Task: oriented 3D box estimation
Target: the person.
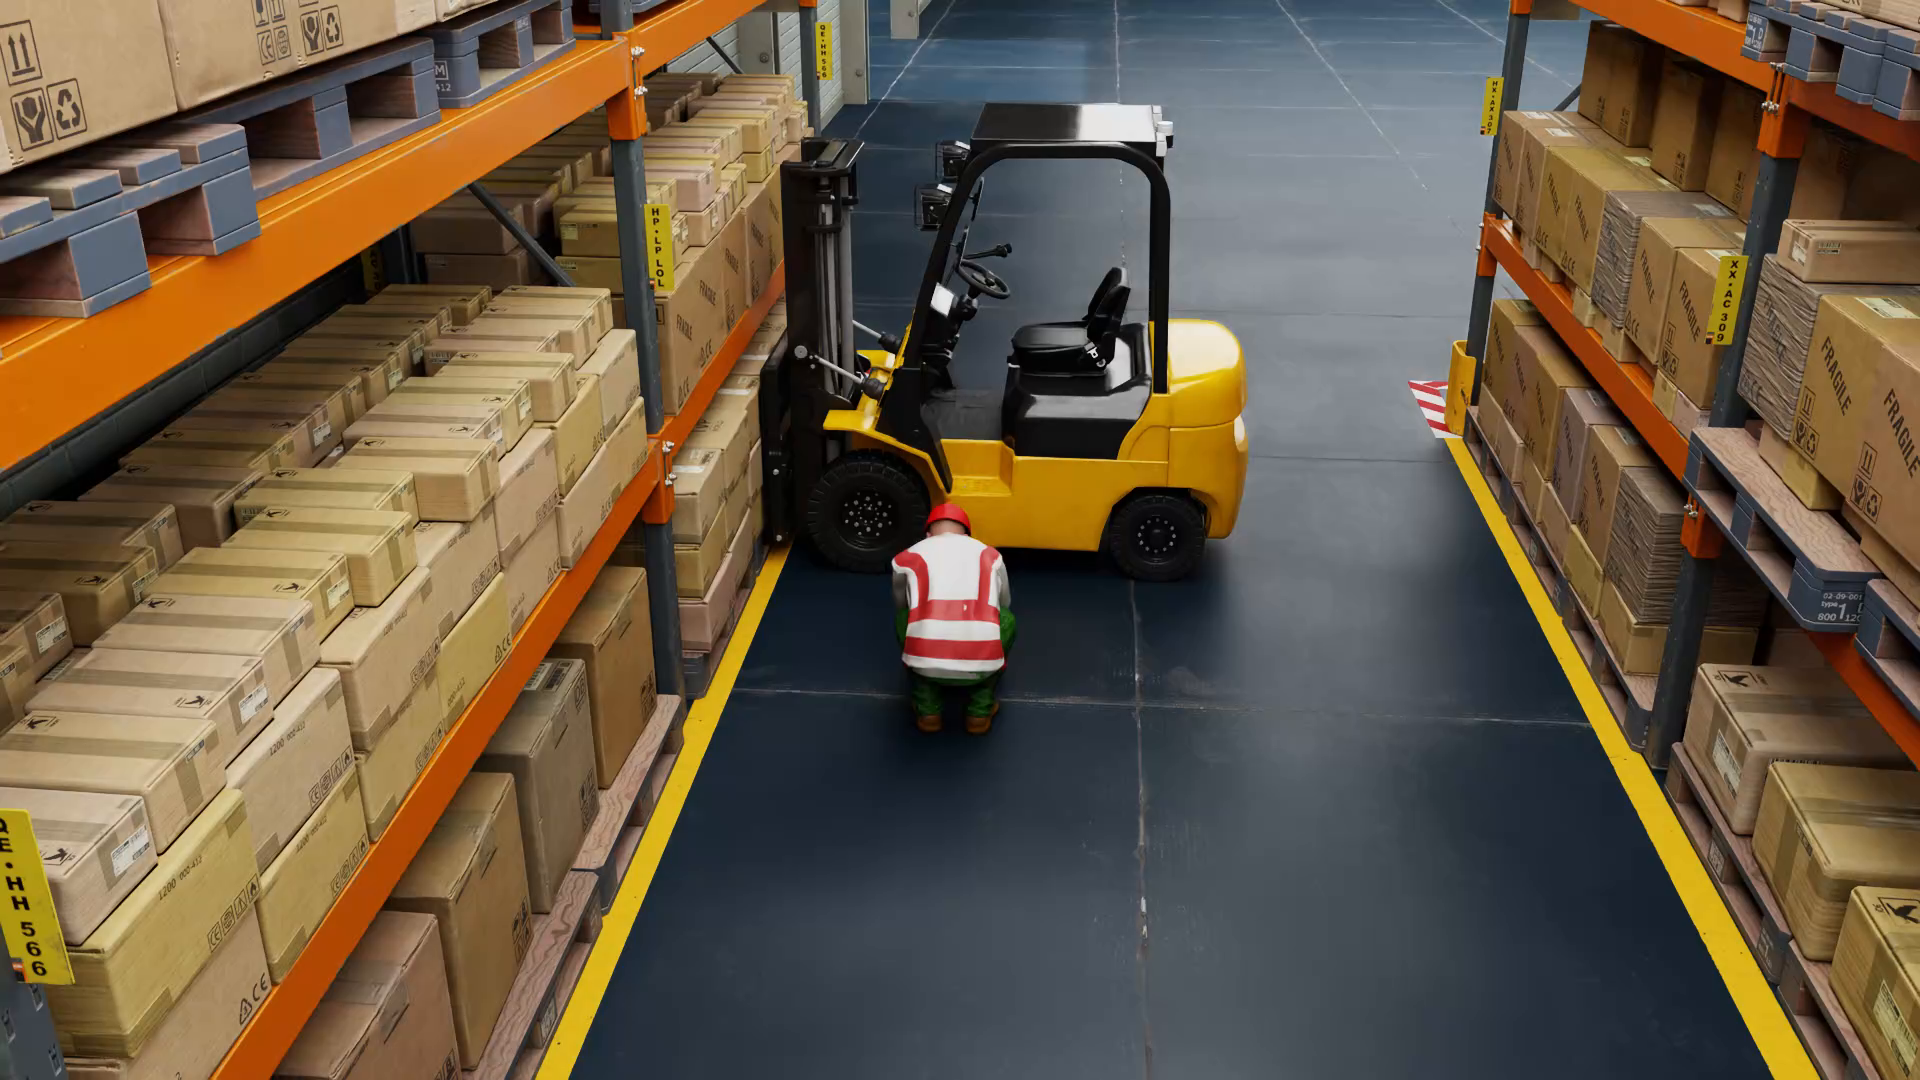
[{"bbox_3d":[-0.029,0.388,7.032,0.540,0.876,0.915,2,24,4],"label":"person"}]
